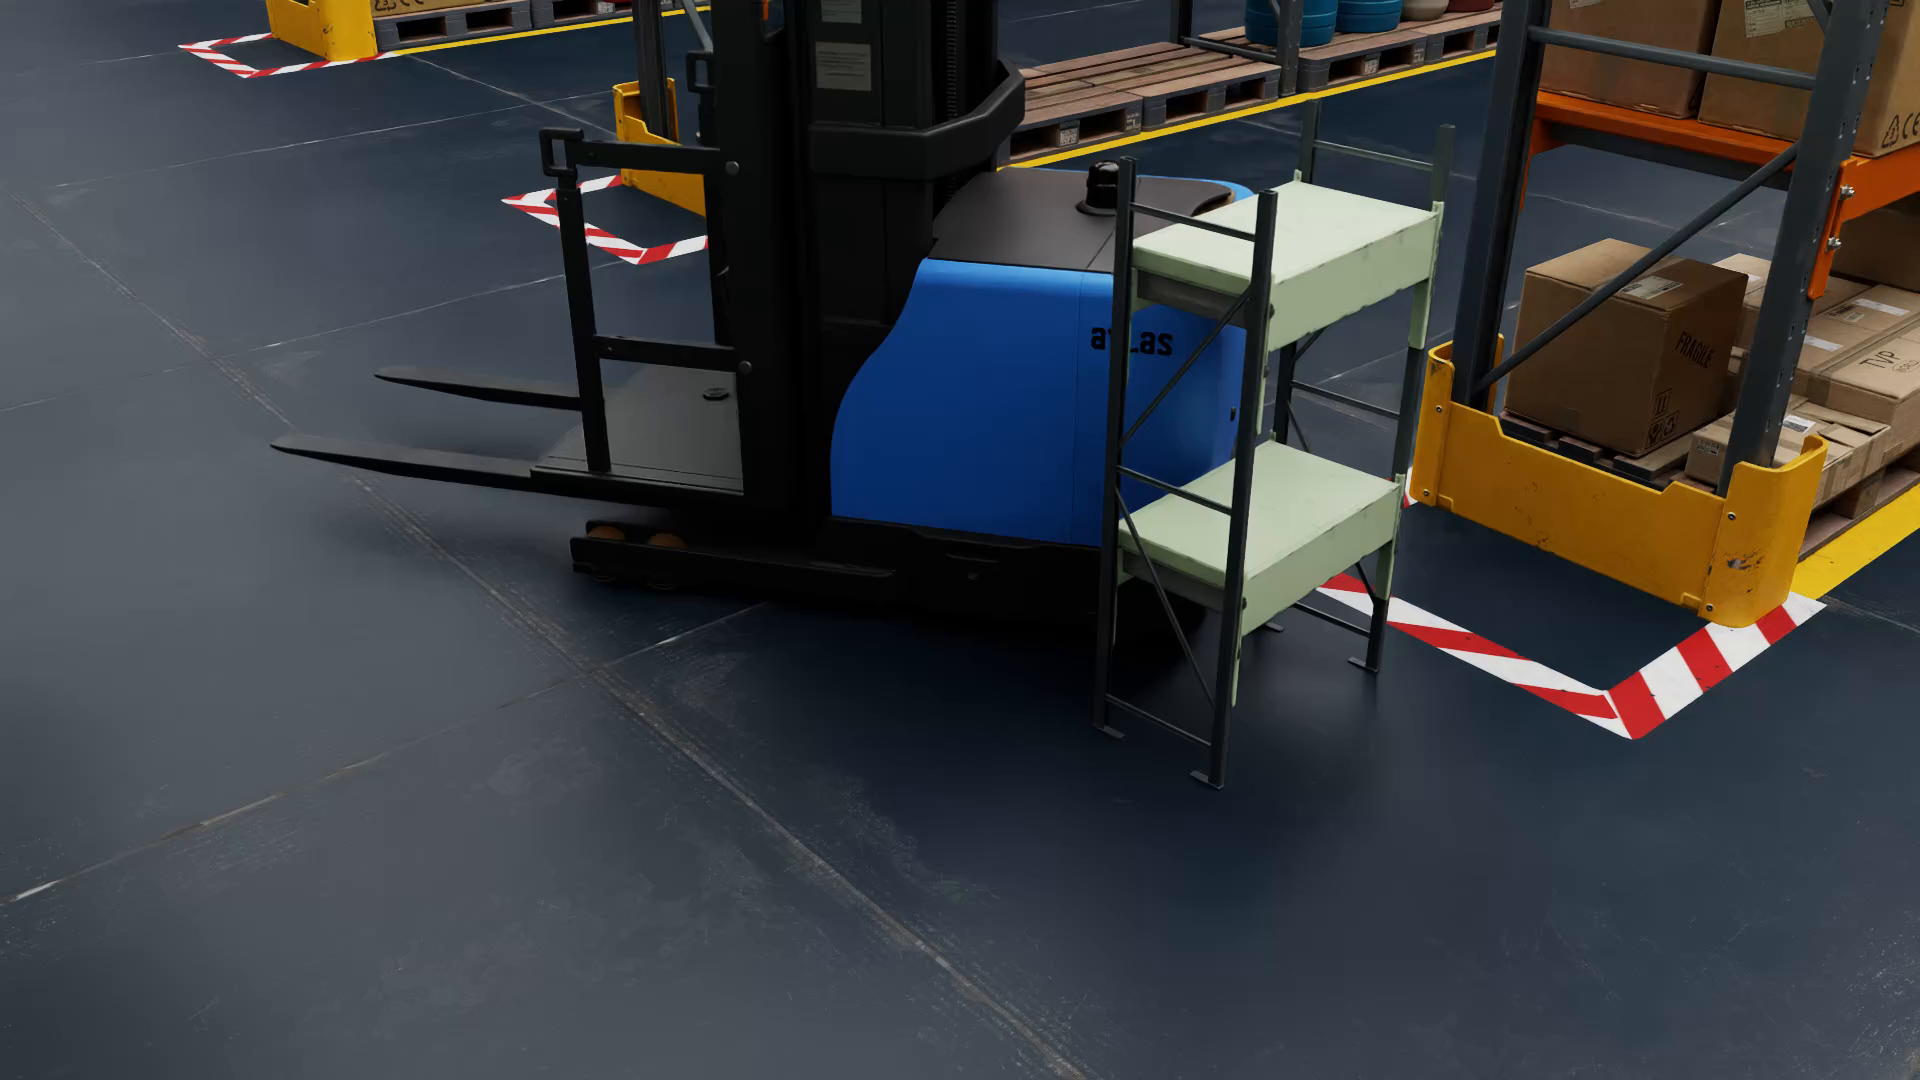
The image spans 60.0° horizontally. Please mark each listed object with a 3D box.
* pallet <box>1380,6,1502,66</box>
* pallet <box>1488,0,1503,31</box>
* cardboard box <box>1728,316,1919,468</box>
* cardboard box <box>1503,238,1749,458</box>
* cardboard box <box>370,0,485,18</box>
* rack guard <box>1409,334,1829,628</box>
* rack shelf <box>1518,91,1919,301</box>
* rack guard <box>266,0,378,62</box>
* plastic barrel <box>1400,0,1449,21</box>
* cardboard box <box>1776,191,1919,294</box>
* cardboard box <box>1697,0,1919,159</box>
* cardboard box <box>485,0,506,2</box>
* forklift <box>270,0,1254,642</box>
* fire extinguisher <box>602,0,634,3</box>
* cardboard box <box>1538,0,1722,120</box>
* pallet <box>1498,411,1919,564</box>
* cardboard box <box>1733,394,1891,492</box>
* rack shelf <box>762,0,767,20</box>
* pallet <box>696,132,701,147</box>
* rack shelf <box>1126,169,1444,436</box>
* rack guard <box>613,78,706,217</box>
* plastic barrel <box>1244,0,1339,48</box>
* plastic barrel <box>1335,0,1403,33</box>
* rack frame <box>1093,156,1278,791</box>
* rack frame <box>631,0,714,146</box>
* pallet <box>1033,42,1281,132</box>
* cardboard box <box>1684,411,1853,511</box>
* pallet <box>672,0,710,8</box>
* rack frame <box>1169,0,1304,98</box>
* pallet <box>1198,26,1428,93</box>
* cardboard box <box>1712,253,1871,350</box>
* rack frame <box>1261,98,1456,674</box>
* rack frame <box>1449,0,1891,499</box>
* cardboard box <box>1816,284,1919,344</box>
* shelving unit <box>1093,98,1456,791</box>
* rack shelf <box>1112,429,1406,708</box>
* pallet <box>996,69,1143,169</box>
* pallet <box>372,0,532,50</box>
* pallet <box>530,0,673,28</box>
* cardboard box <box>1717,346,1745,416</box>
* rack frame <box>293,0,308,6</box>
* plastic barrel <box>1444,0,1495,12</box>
[{"bbox_3d":[3.293,-3.663,11.881,1.213,0.211,1.003,-22,35,-35],"label":"pallet"},{"bbox_3d":[4.221,-4.034,12.575,1.213,0.211,1.003,-22,35,-35],"label":"pallet"},{"bbox_3d":[2.898,-0.495,5.444,0.500,0.250,0.500,-22,35,-35],"label":"cardboard box"},{"bbox_3d":[2.173,-0.642,5.454,0.500,0.500,0.500,-22,35,-35],"label":"cardboard box"},{"bbox_3d":[-4.072,-4.322,11.963,0.875,0.875,0.875,-22,35,-35],"label":"cardboard box"},{"bbox_3d":[1.977,-0.217,5.125,0.348,0.500,1.175,-22,35,-35],"label":"rack guard"},{"bbox_3d":[3.441,-1.590,5.807,4.000,0.370,1.077,-22,35,-35],"label":"rack shelf"},{"bbox_3d":[-4.525,-3.739,11.716,0.348,0.500,1.175,-22,35,-35],"label":"rack guard"},{"bbox_3d":[3.202,-3.902,11.563,0.421,0.512,0.421,0,28,0],"label":"plastic barrel"},{"bbox_3d":[3.537,-1.036,6.188,0.637,0.503,0.797,-22,35,-35],"label":"cardboard box"},{"bbox_3d":[2.428,-1.381,4.546,0.500,0.500,0.500,-21,35,-34],"label":"cardboard box"},{"bbox_3d":[-3.380,-4.600,12.484,0.875,0.875,0.875,-22,35,-35],"label":"cardboard box"},{"bbox_3d":[-0.674,-1.375,4.713,3.031,2.935,1.130,7,29,13],"label":"forklift"},{"bbox_3d":[-1.702,-2.991,8.142,0.183,0.674,0.296,-22,35,-35],"label":"fire extinguisher"},{"bbox_3d":[2.084,-1.574,4.908,0.500,0.500,0.500,-21,34,-33],"label":"cardboard box"},{"bbox_3d":[2.583,-0.333,5.650,1.213,0.211,1.003,-22,35,-35],"label":"pallet"},{"bbox_3d":[2.651,-0.322,5.208,0.250,0.166,0.380,-22,35,-35],"label":"cardboard box"},{"bbox_3d":[0.229,-3.368,9.132,4.000,0.370,1.077,-22,35,-35],"label":"rack shelf"},{"bbox_3d":[-0.640,-2.082,8.921,1.213,0.211,1.003,-22,35,-35],"label":"pallet"},{"bbox_3d":[0.751,-0.581,3.918,0.431,0.370,0.720,24,36,37],"label":"rack shelf"},{"bbox_3d":[-1.302,-1.959,8.384,0.348,0.500,1.175,-22,35,-35],"label":"rack guard"},{"bbox_3d":[2.175,-3.717,10.803,0.708,0.901,0.600,-22,35,-35],"label":"plastic barrel"},{"bbox_3d":[2.714,-3.933,11.208,0.708,0.901,0.600,-22,35,-35],"label":"plastic barrel"},{"bbox_3d":[0.499,-0.112,3.868,0.400,1.500,0.023,24,36,37],"label":"rack frame"},{"bbox_3d":[-1.293,-3.073,7.818,0.127,3.000,1.000,-22,35,-35],"label":"rack frame"},{"bbox_3d":[1.216,-2.828,10.318,1.213,0.211,1.003,-22,35,-35],"label":"pallet"},{"bbox_3d":[2.461,-0.237,5.070,0.250,0.149,0.380,-22,35,-35],"label":"cardboard box"},{"bbox_3d":[-2.093,-4.638,13.705,1.213,0.211,1.003,-22,35,-35],"label":"pallet"},{"bbox_3d":[1.750,-4.297,10.107,0.127,3.000,1.000,-22,35,-35],"label":"rack frame"},{"bbox_3d":[2.365,-3.288,11.178,1.213,0.211,1.003,-22,35,-35],"label":"pallet"},{"bbox_3d":[2.916,-0.812,6.037,0.500,0.250,0.500,-22,35,-35],"label":"cardboard box"},{"bbox_3d":[1.002,-0.362,4.336,0.400,1.500,0.023,24,36,37],"label":"rack frame"},{"bbox_3d":[1.920,-1.296,4.492,0.127,3.000,1.000,-22,35,-35],"label":"rack frame"},{"bbox_3d":[3.278,-0.648,5.730,0.500,0.250,0.500,-22,35,-35],"label":"cardboard box"},{"bbox_3d":[0.751,-0.237,4.102,0.431,1.500,0.755,24,36,37],"label":"shelving unit"},{"bbox_3d":[0.751,0.051,4.256,0.431,0.370,0.720,24,36,37],"label":"rack shelf"},{"bbox_3d":[0.288,-2.453,9.616,1.213,0.211,1.003,-22,35,-35],"label":"pallet"},{"bbox_3d":[-3.950,-3.892,12.308,1.213,0.211,1.003,-22,35,-35],"label":"pallet"},{"bbox_3d":[-3.022,-4.263,13.003,1.213,0.211,1.003,-22,35,-35],"label":"pallet"},{"bbox_3d":[2.540,-0.586,5.704,0.250,0.166,0.380,-22,35,-35],"label":"cardboard box"},{"bbox_3d":[-4.507,-4.849,11.141,0.127,3.000,1.000,-22,35,-35],"label":"rack frame"},{"bbox_3d":[3.573,-4.141,11.929,0.708,0.588,0.600,-22,35,-35],"label":"plastic barrel"}]
